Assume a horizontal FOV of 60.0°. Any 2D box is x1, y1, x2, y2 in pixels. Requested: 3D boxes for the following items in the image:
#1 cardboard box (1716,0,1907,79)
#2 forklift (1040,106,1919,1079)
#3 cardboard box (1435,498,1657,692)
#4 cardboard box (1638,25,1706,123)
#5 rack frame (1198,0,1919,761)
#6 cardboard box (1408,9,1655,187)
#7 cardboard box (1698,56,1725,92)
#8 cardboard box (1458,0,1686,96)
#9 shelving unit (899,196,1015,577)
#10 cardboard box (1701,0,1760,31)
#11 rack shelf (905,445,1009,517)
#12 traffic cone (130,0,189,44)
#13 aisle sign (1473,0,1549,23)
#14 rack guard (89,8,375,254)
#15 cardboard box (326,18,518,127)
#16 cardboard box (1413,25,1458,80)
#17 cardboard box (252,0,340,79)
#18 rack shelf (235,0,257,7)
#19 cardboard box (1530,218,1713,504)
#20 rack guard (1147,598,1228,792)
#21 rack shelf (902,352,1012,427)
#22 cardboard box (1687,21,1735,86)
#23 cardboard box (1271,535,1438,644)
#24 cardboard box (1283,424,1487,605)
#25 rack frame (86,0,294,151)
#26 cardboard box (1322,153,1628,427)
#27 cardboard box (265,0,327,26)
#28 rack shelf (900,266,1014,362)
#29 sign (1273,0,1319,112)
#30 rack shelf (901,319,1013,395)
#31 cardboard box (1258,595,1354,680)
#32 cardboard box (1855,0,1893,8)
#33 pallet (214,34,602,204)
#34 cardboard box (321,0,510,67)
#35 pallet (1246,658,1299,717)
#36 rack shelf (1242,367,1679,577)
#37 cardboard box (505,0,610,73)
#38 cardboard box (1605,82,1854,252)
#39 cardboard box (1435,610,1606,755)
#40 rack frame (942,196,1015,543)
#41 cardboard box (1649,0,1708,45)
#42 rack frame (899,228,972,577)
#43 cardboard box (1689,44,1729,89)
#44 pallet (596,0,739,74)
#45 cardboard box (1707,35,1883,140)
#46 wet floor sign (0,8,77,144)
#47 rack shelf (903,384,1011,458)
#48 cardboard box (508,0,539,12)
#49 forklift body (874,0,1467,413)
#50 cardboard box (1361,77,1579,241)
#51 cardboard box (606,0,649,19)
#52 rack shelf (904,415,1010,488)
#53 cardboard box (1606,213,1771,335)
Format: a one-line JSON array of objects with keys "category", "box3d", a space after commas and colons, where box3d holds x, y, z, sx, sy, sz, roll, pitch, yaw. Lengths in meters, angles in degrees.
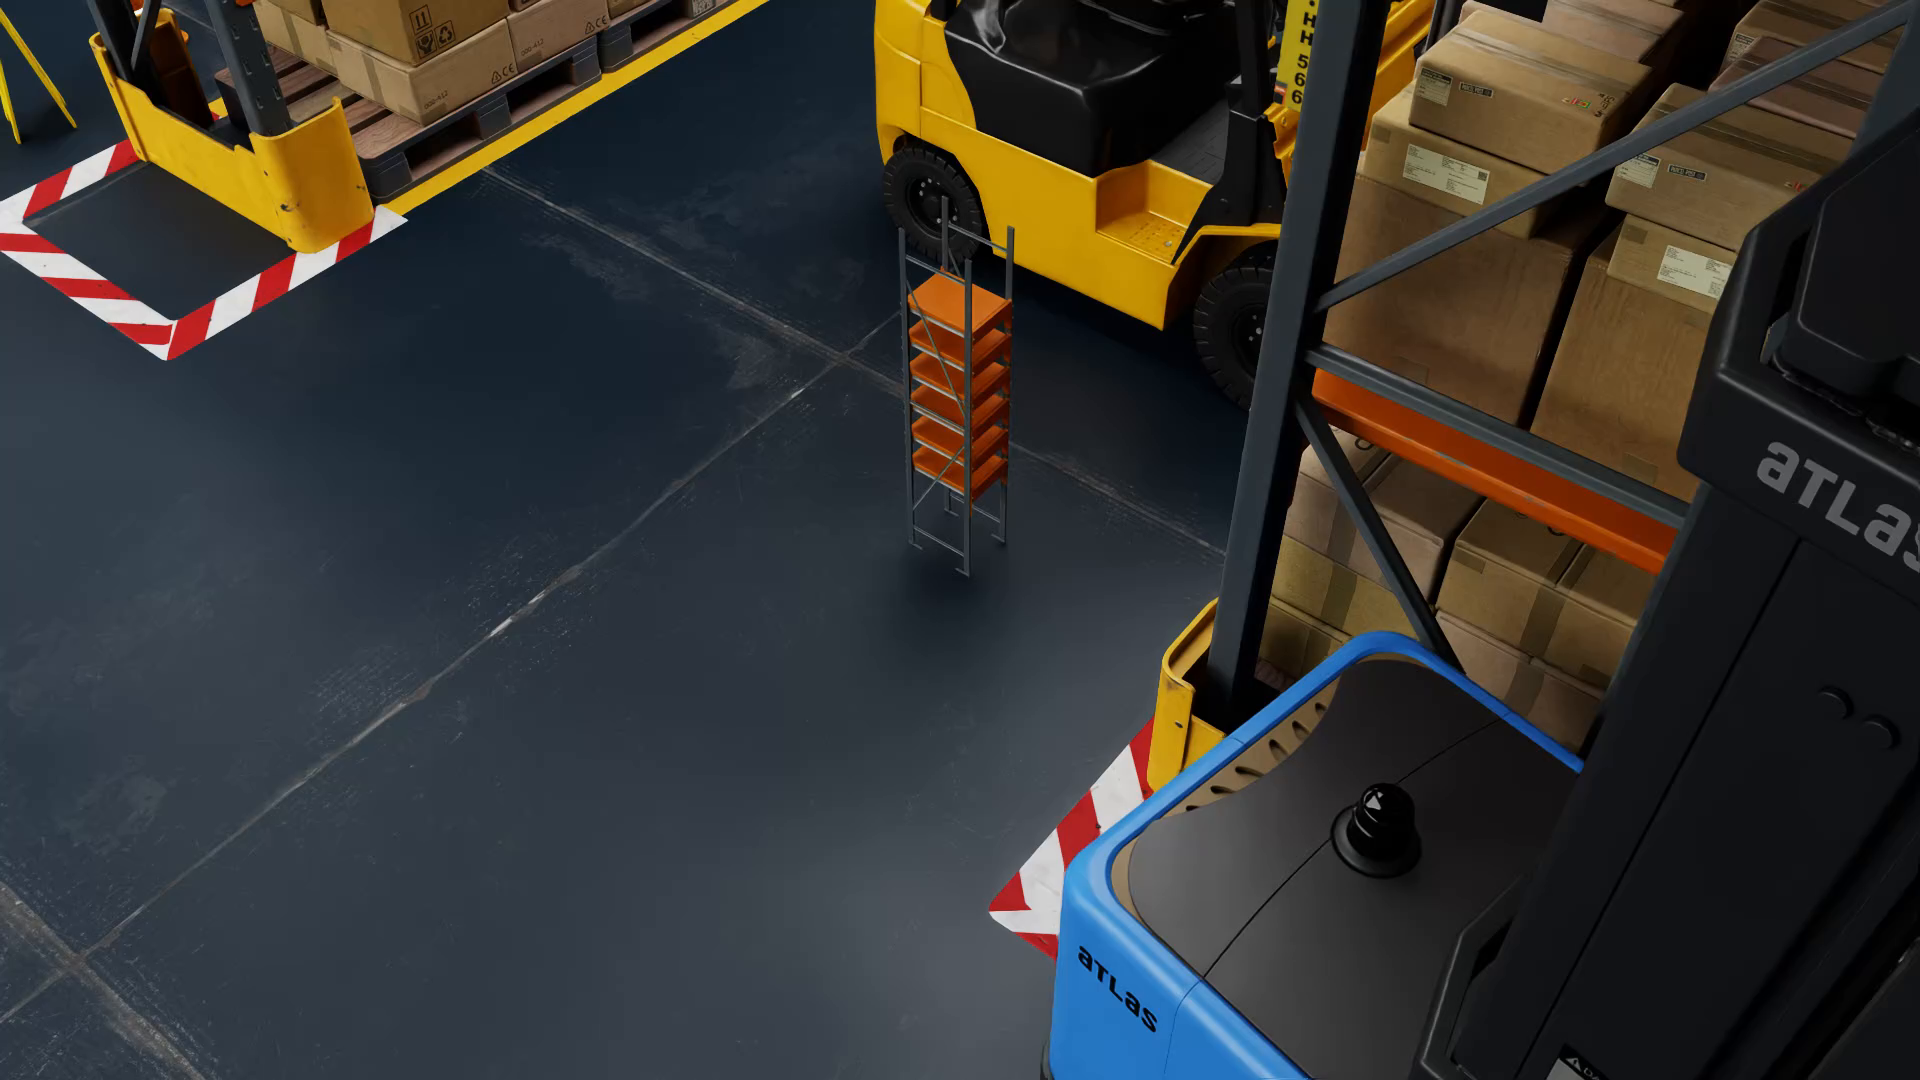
[{"category": "cardboard box", "box3d": [1.785, -0.971, 3.379, 0.380, 0.149, 0.250, 30, 53, 26]}, {"category": "forklift", "box3d": [1.530, 0.932, 2.333, 1.130, 2.935, 3.031, -32, 54, -27]}, {"category": "cardboard box", "box3d": [1.518, 0.049, 4.049, 0.500, 0.250, 0.500, 28, 53, 24]}, {"category": "cardboard box", "box3d": [1.404, -1.081, 3.691, 0.380, 0.149, 0.250, 30, 53, 26]}, {"category": "rack frame", "box3d": [1.074, -0.219, 3.385, 1.000, 3.000, 0.127, 29, 53, 25]}, {"category": "cardboard box", "box3d": [1.126, -0.879, 3.292, 0.380, 0.149, 0.250, 29, 53, 25]}, {"category": "cardboard box", "box3d": [1.748, -0.869, 3.488, 0.380, 0.149, 0.250, 28, 53, 24]}, {"category": "cardboard box", "box3d": [1.252, -1.034, 3.440, 0.380, 0.149, 0.250, 29, 53, 25]}, {"category": "shelving unit", "box3d": [-0.009, -0.406, 4.808, 0.258, 1.200, 0.189, 29, 53, 25]}, {"category": "cardboard box", "box3d": [1.602, -1.305, 3.699, 0.380, 0.149, 0.250, 30, 53, 25]}, {"category": "rack shelf", "box3d": [-0.009, -0.210, 5.014, 0.258, 0.103, 0.180, 29, 53, 25]}, {"category": "traffic cone", "box3d": [-3.614, -2.352, 7.177, 0.336, 0.463, 0.334, 29, 53, 25]}, {"category": "aisle sign", "box3d": [0.801, -1.210, 2.533, 0.394, 0.787, 0.004, 29, 53, 25]}, {"category": "rack guard", "box3d": [-2.810, -1.592, 6.425, 1.175, 0.500, 0.348, 29, 53, 25]}, {"category": "cardboard box", "box3d": [-2.144, -1.946, 6.646, 0.500, 0.250, 0.500, 29, 53, 25]}, {"category": "cardboard box", "box3d": [1.197, -0.960, 3.575, 0.380, 0.149, 0.250, 30, 53, 26]}, {"category": "cardboard box", "box3d": [-2.560, -2.202, 6.890, 0.500, 0.250, 0.500, 29, 53, 25]}, {"category": "rack shelf", "box3d": [-1.633, -3.308, 6.833, 1.077, 0.370, 4.000, 29, 53, 25]}, {"category": "cardboard box", "box3d": [1.597, -0.415, 3.503, 0.500, 0.500, 0.500, 31, 54, 26]}, {"category": "rack guard", "box3d": [1.059, 0.658, 4.276, 1.175, 0.500, 0.348, 29, 53, 25]}, {"category": "rack shelf", "box3d": [-0.009, -0.458, 4.754, 0.258, 0.103, 0.180, 29, 53, 25]}, {"category": "cardboard box", "box3d": [1.565, -1.218, 3.821, 0.380, 0.149, 0.250, 29, 53, 25]}, {"category": "cardboard box", "box3d": [1.124, -0.004, 4.445, 0.500, 0.250, 0.500, 29, 53, 25]}, {"category": "cardboard box", "box3d": [1.109, -0.161, 4.249, 0.500, 0.250, 0.500, 31, 54, 26]}, {"category": "rack frame", "box3d": [-2.856, -2.412, 5.479, 1.000, 3.000, 0.127, 29, 53, 25]}, {"category": "cardboard box", "box3d": [1.167, -0.652, 3.729, 0.500, 0.500, 0.500, 28, 52, 24]}, {"category": "cardboard box", "box3d": [-2.573, -2.440, 6.599, 0.500, 0.500, 0.500, 30, 53, 25]}, {"category": "rack shelf", "box3d": [-0.009, -0.624, 4.580, 0.258, 0.103, 0.180, 29, 53, 25]}, {"category": "sign", "box3d": [0.653, -0.949, 3.118, 0.100, 0.325, 0.005, 29, 53, 25]}, {"category": "rack shelf", "box3d": [-0.009, -0.541, 4.667, 0.258, 0.103, 0.180, 29, 53, 25]}, {"category": "cardboard box", "box3d": [1.111, 0.177, 4.618, 0.500, 0.250, 0.500, 30, 53, 25]}, {"category": "cardboard box", "box3d": [1.948, -1.106, 3.508, 0.380, 0.149, 0.250, 29, 53, 25]}, {"category": "pallet", "box3d": [-2.285, -1.941, 6.958, 1.003, 0.211, 1.213, 29, 53, 25]}, {"category": "cardboard box", "box3d": [-2.130, -2.219, 6.388, 0.500, 0.500, 0.500, 28, 52, 24]}, {"category": "pallet", "box3d": [1.508, 0.288, 4.829, 1.003, 0.211, 1.213, 29, 53, 25]}, {"category": "rack shelf", "box3d": [2.297, -1.115, 4.739, 1.077, 0.370, 4.000, 29, 53, 25]}, {"category": "cardboard box", "box3d": [-1.826, -2.235, 6.922, 0.500, 0.250, 0.500, 31, 54, 26]}, {"category": "cardboard box", "box3d": [1.448, -0.679, 3.100, 0.380, 0.149, 0.250, 28, 53, 24]}, {"category": "cardboard box", "box3d": [1.526, 0.235, 4.216, 0.500, 0.250, 0.500, 30, 53, 26]}, {"category": "rack frame", "box3d": [0.047, -0.459, 4.858, 0.240, 1.200, 0.006, 29, 53, 25]}, {"category": "cardboard box", "box3d": [1.391, -1.195, 3.594, 0.380, 0.149, 0.250, 30, 53, 26]}, {"category": "rack frame", "box3d": [-0.065, -0.354, 4.758, 0.240, 1.200, 0.006, 29, 53, 25]}, {"category": "cardboard box", "box3d": [1.492, -0.944, 4.009, 0.500, 0.500, 0.500, 31, 54, 26]}, {"category": "pallet", "box3d": [-1.539, -2.636, 7.622, 1.003, 0.211, 1.213, 29, 53, 25]}, {"category": "cardboard box", "box3d": [1.661, -0.803, 3.219, 0.380, 0.149, 0.250, 31, 54, 26]}, {"category": "wet floor sign", "box3d": [-3.819, -1.963, 6.679, 0.232, 0.644, 0.267, -25, 51, -22]}, {"category": "rack shelf", "box3d": [-0.009, -0.375, 4.840, 0.258, 0.103, 0.180, 29, 53, 25]}, {"category": "cardboard box", "box3d": [-1.814, -2.520, 6.676, 0.500, 0.500, 0.500, 27, 52, 24]}, {"category": "forklift body", "box3d": [0.790, -1.818, 5.499, 2.313, 2.155, 1.214, 29, 53, 25]}, {"category": "cardboard box", "box3d": [1.064, -0.800, 3.422, 0.380, 0.149, 0.250, 30, 53, 25]}, {"category": "cardboard box", "box3d": [-1.502, -2.553, 7.225, 0.500, 0.250, 0.500, 33, 54, 27]}, {"category": "rack shelf", "box3d": [-0.009, -0.293, 4.927, 0.258, 0.103, 0.180, 29, 53, 25]}, {"category": "cardboard box", "box3d": [1.487, -0.557, 3.190, 0.380, 0.149, 0.250, 28, 52, 24]}]
